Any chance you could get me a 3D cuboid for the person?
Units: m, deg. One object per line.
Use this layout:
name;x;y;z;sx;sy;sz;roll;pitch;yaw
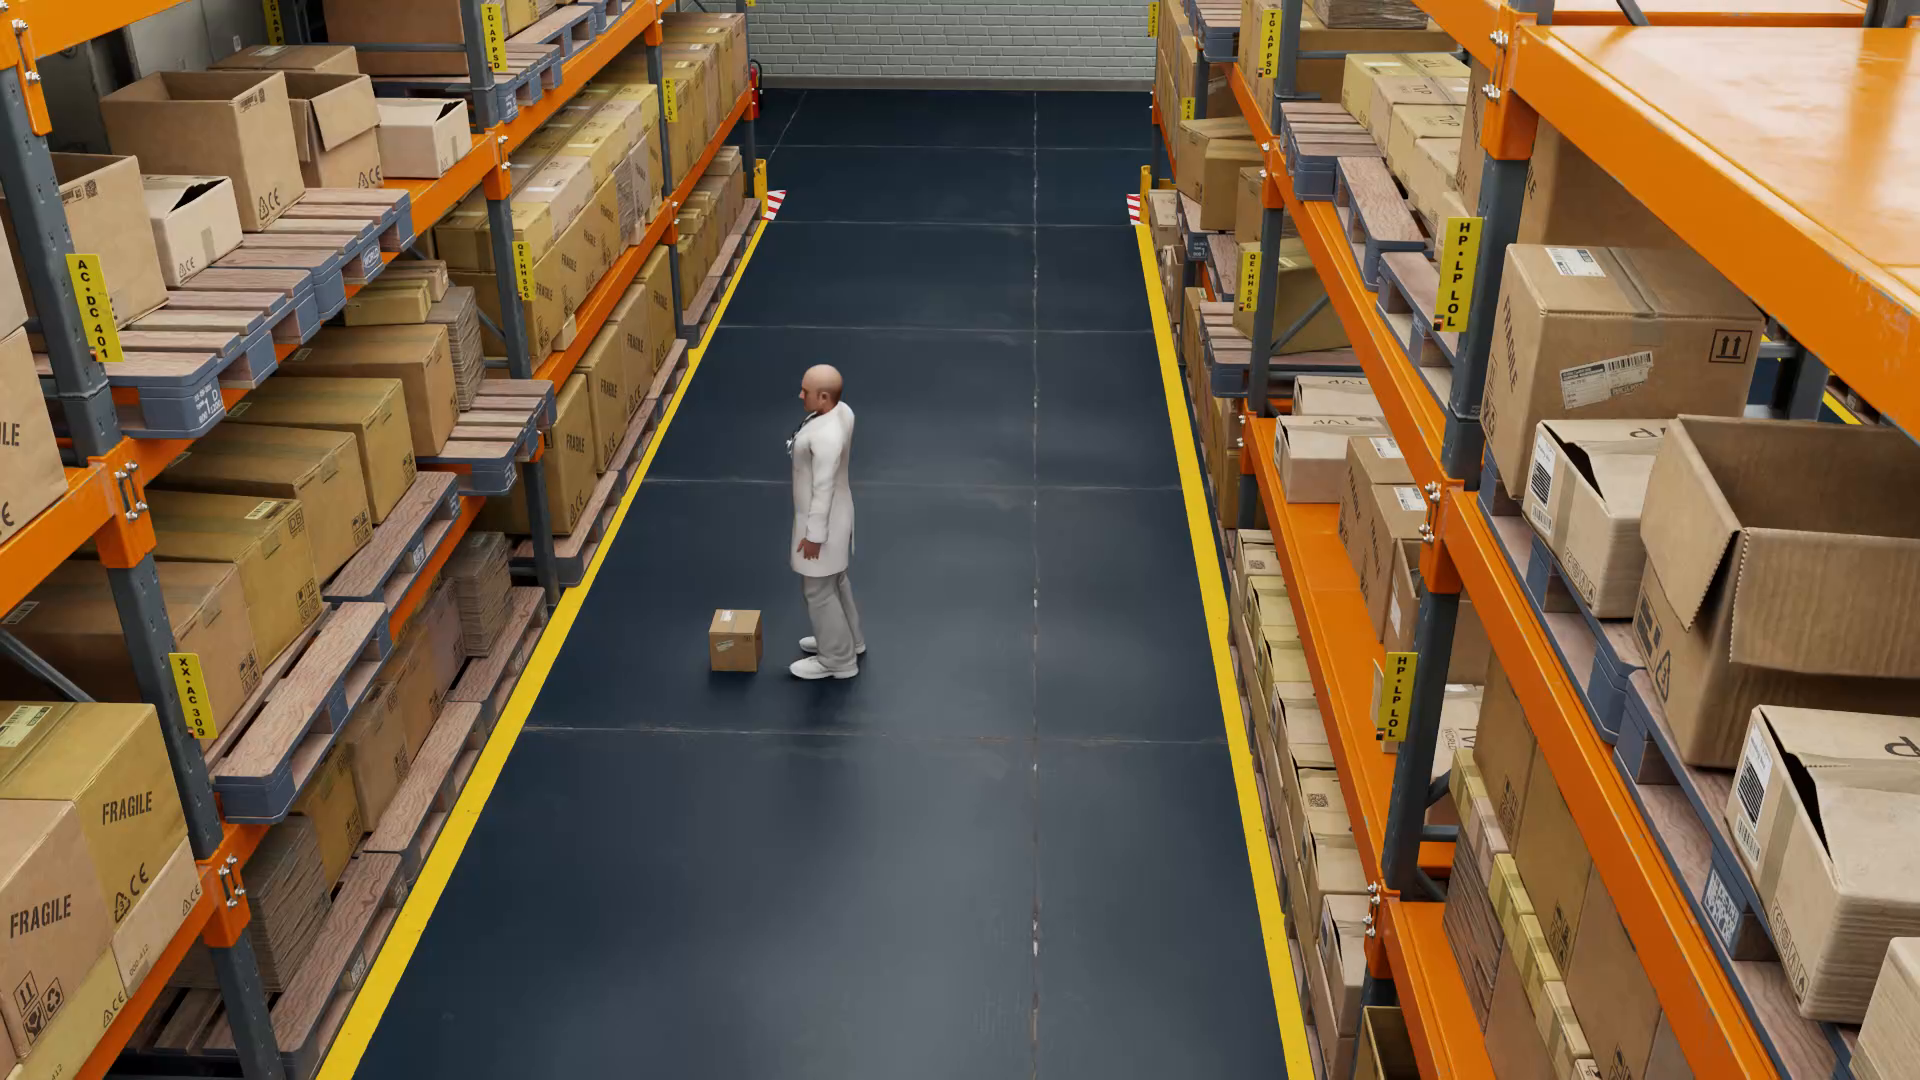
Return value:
person;-0.733;-0.096;8.823;0.388;1.775;0.562;2;28;3
